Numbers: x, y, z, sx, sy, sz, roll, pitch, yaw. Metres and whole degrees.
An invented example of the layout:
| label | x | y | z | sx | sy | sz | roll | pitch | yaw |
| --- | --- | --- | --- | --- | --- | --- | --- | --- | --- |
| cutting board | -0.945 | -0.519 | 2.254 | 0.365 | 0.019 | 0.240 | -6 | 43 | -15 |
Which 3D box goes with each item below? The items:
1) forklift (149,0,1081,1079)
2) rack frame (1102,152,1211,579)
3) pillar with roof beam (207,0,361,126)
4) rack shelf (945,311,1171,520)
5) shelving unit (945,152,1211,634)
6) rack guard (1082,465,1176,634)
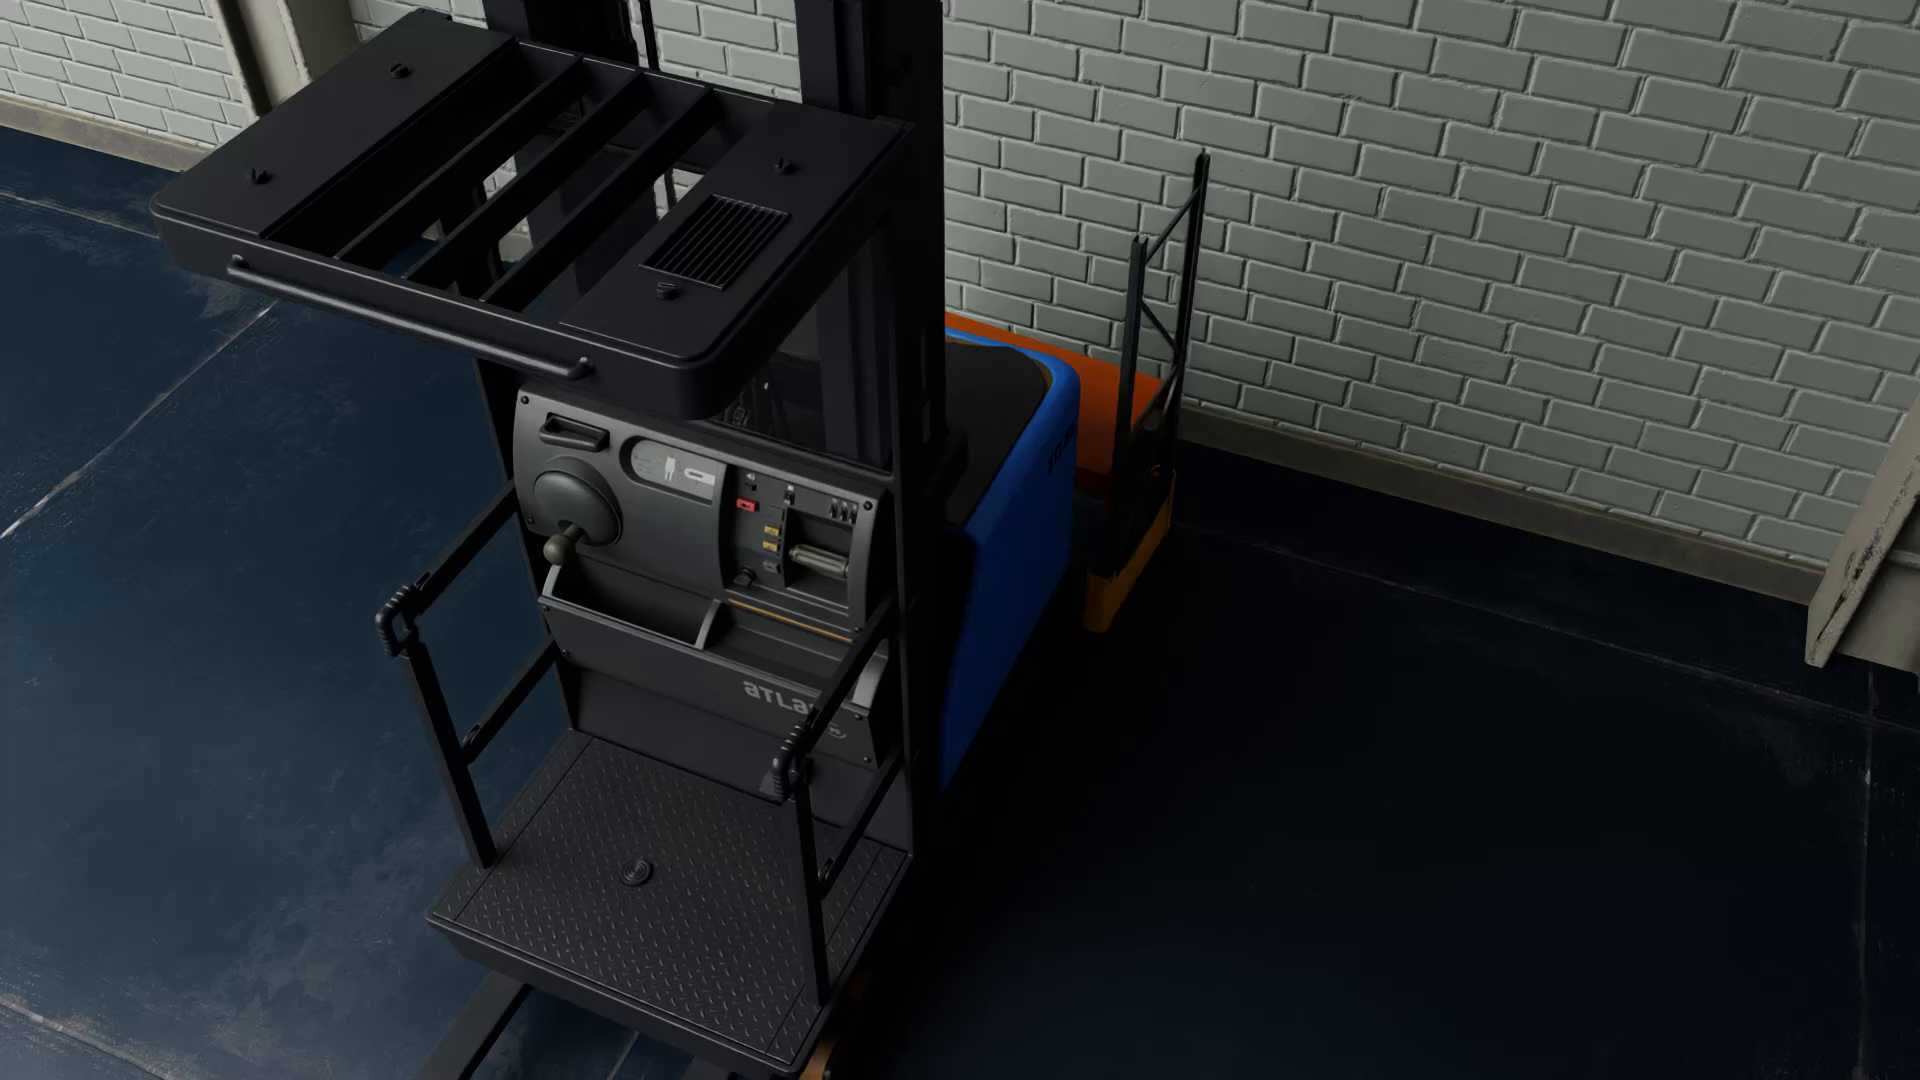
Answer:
| label | x | y | z | sx | sy | sz | roll | pitch | yaw |
| --- | --- | --- | --- | --- | --- | --- | --- | --- | --- |
| forklift | -0.696 | 0.029 | 3.643 | 1.130 | 2.935 | 3.031 | 17 | 47 | 17 |
| rack frame | 0.584 | -0.411 | 5.099 | 0.032 | 1.500 | 0.500 | 20 | 48 | 19 |
| pillar with roof beam | -4.232 | -1.667 | 1.046 | 0.400 | 9.000 | 9.100 | 16 | 47 | 16 |
| rack shelf | 0.133 | -0.449 | 5.393 | 1.000 | 0.185 | 0.538 | 20 | 48 | 19 |
| shelving unit | 0.125 | -0.579 | 5.269 | 1.083 | 1.500 | 0.587 | 20 | 48 | 19 |
| rack guard | 0.567 | 0.026 | 5.547 | 0.087 | 0.250 | 0.587 | 20 | 48 | 19 |
